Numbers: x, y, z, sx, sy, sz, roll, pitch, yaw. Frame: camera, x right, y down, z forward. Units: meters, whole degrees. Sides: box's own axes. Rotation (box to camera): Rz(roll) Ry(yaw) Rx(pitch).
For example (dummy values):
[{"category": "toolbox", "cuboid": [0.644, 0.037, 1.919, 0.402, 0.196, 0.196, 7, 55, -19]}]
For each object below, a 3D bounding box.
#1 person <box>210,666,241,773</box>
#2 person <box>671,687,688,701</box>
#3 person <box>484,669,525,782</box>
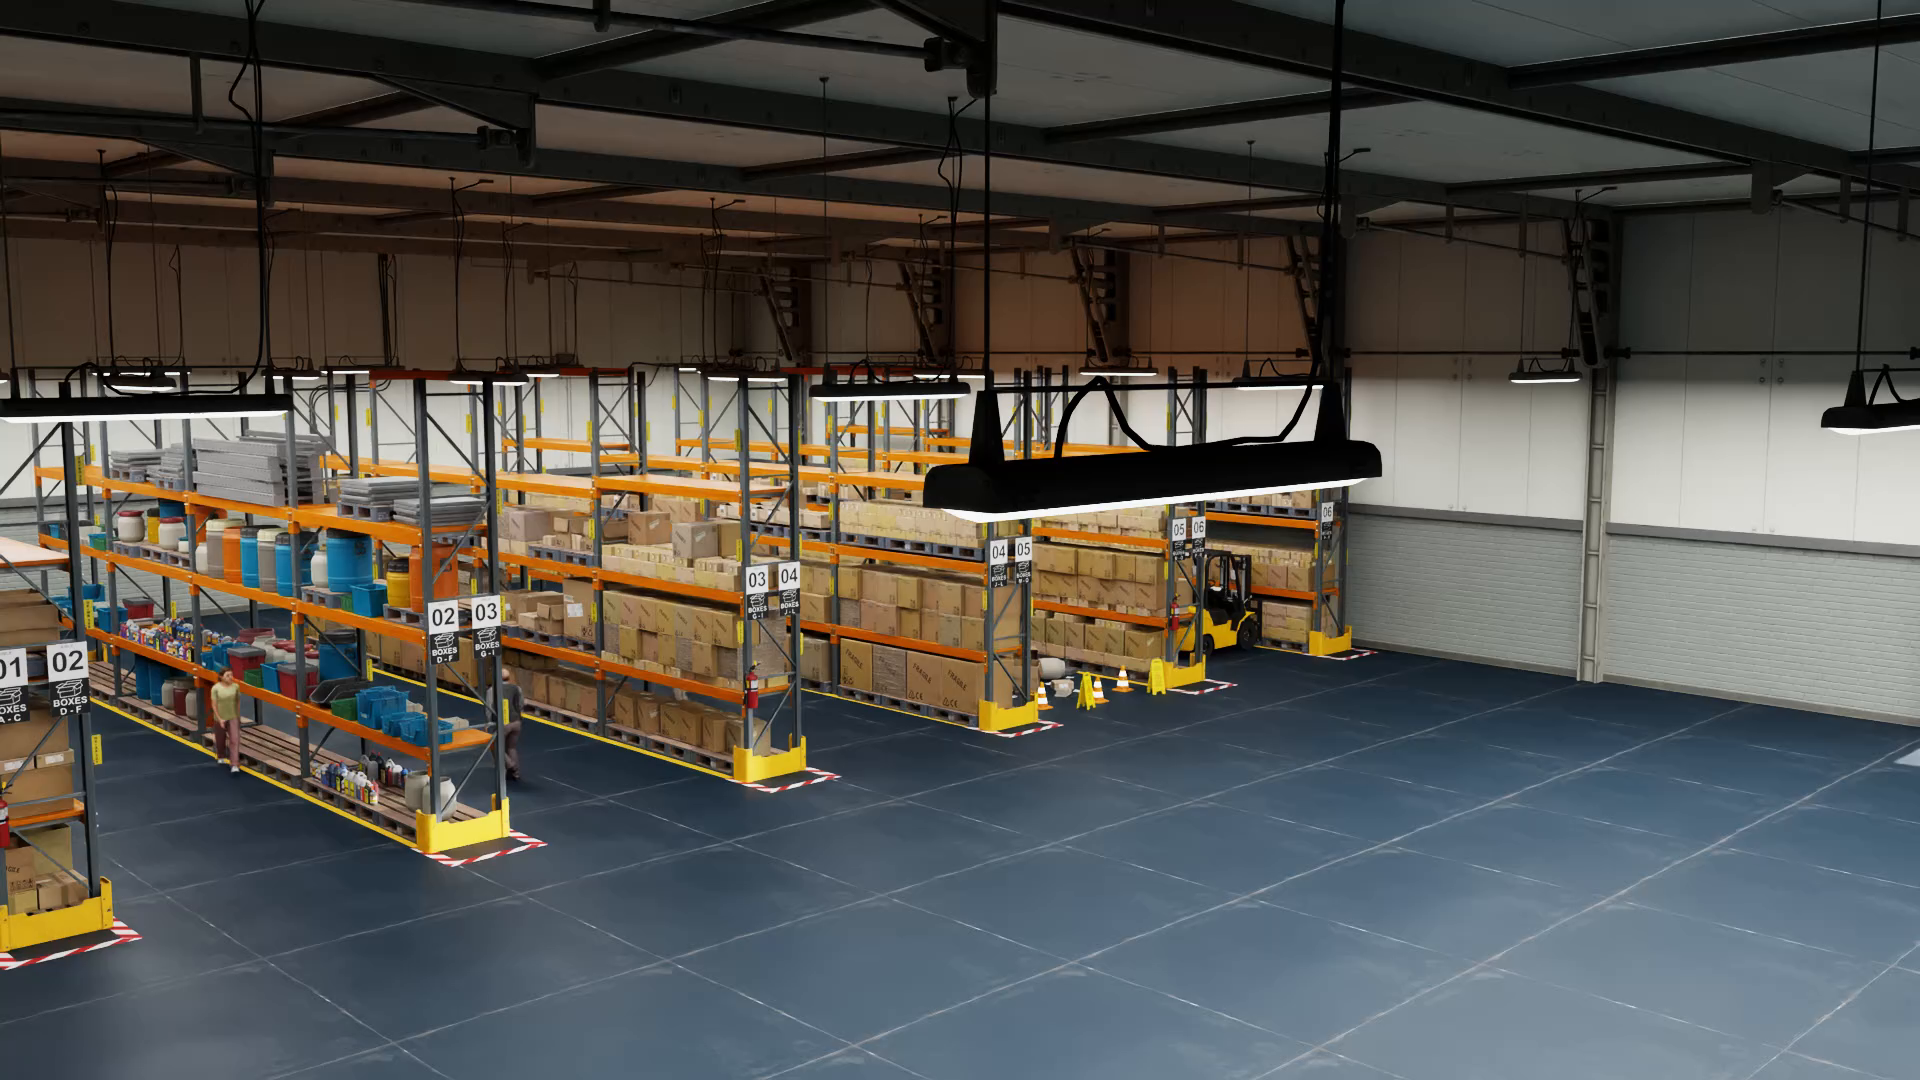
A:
[{"category": "person", "cuboid": [-11.084, 2.699, 25.153, 0.438, 1.574, 1.123, -4, 7, -30]}, {"category": "person", "cuboid": [-5.114, 2.120, 29.763, 0.563, 1.728, 0.526, -4, 7, -30]}, {"category": "person", "cuboid": [-6.723, 2.751, 24.665, 0.631, 1.624, 0.729, -6, 9, -44]}]
